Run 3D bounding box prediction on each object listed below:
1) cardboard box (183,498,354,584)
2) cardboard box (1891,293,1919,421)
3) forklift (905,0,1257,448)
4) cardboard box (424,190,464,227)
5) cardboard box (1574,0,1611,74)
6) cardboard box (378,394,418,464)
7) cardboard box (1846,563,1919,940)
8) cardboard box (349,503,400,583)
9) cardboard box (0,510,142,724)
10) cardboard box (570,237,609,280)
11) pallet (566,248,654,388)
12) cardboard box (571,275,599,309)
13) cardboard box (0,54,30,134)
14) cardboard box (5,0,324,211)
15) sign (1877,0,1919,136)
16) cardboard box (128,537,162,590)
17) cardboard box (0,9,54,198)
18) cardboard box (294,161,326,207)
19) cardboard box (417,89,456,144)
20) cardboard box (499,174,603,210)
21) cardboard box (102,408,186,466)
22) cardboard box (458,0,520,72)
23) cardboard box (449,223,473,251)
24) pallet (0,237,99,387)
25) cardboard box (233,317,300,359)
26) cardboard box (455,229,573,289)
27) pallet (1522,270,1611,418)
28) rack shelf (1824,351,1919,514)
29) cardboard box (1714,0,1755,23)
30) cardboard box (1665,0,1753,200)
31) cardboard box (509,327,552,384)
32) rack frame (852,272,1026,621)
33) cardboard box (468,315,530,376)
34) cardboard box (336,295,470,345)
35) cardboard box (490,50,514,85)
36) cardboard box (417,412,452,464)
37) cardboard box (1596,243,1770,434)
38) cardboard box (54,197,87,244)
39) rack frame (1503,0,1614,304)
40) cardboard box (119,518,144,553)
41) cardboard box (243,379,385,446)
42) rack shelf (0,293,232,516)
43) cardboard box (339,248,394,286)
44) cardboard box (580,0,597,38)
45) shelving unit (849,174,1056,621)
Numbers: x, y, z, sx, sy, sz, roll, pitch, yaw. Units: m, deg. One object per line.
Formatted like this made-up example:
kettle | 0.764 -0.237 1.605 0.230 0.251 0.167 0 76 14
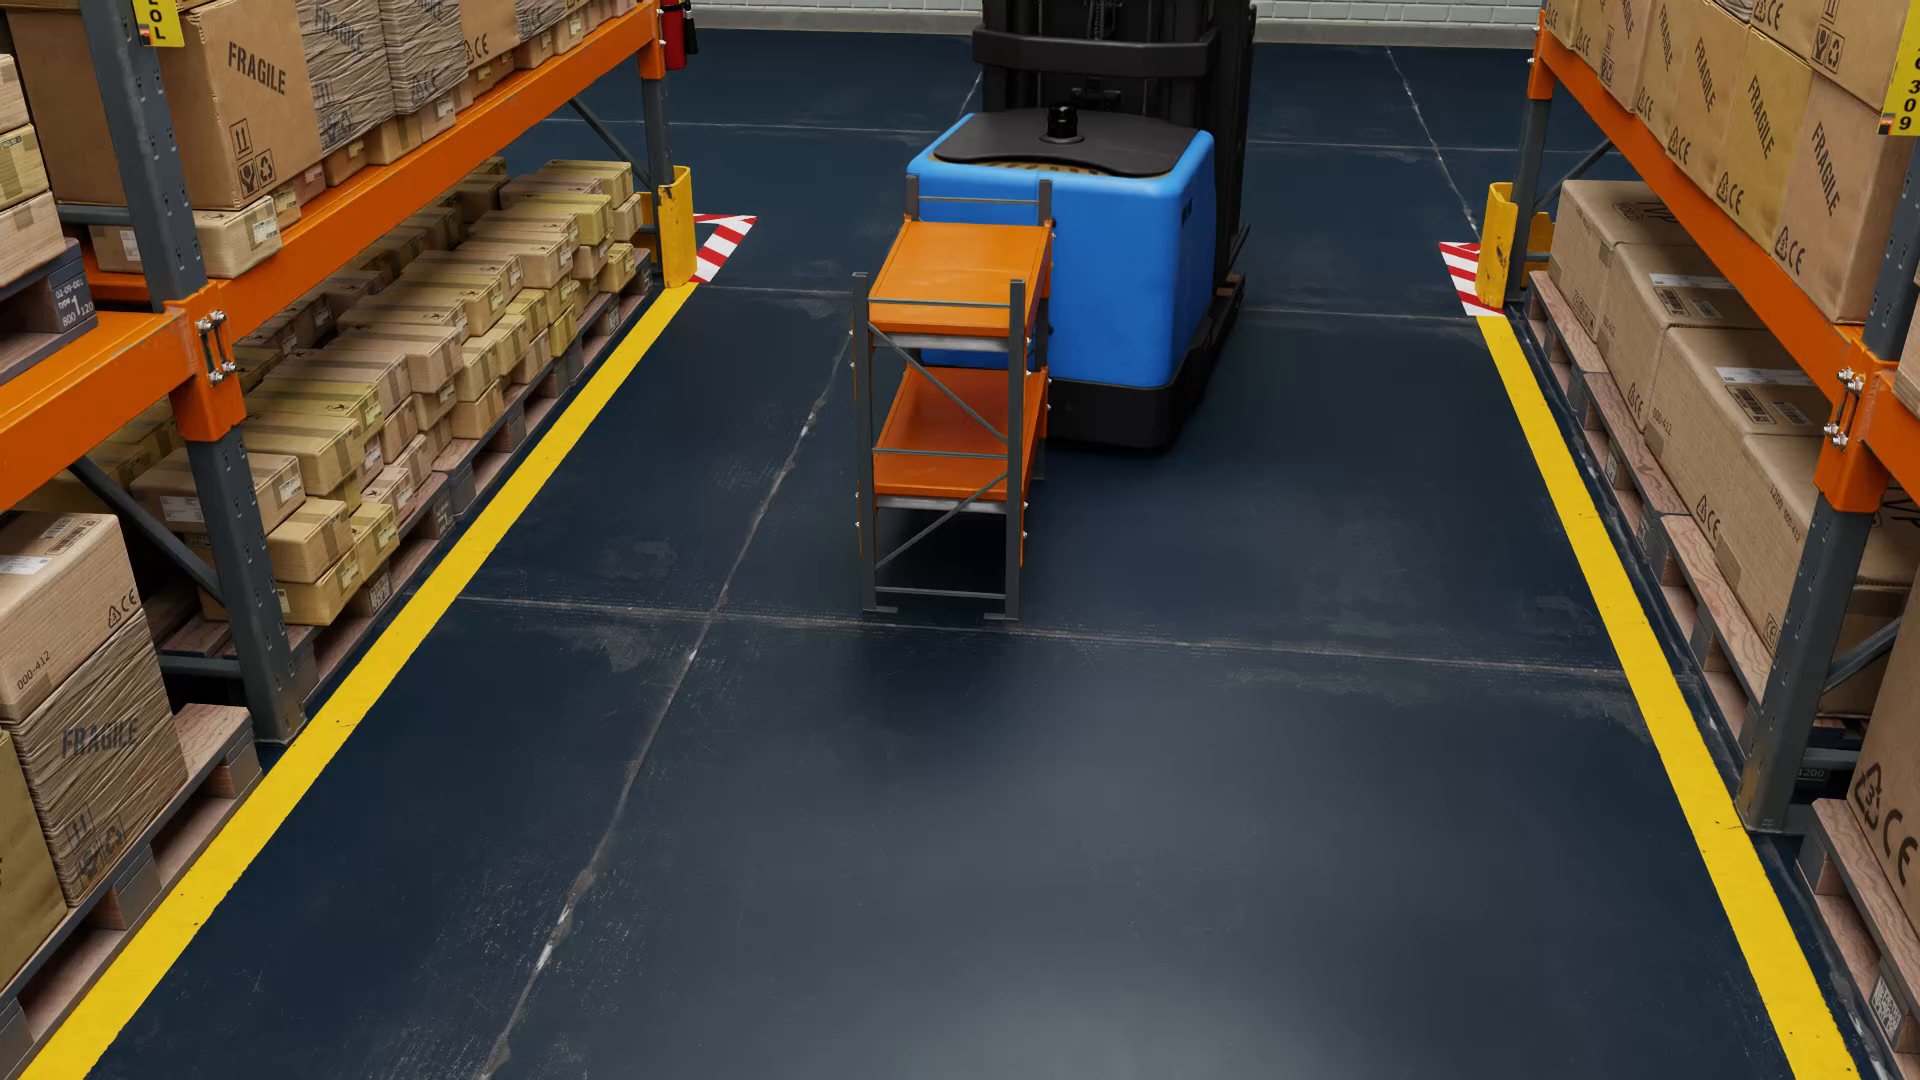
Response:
cardboard box | -2.013 -0.008 4.852 0.380 0.149 0.250 5 29 9
cardboard box | 2.234 -0.298 3.298 0.500 0.250 0.500 3 28 5
forklift | 0.700 -2.319 6.965 1.130 2.935 3.031 8 29 15
cardboard box | -2.359 -1.395 7.113 0.380 0.149 0.250 3 28 6
cardboard box | 2.662 -2.033 6.256 0.500 0.500 0.500 3 28 5
cardboard box | -2.041 -0.376 5.535 0.380 0.149 0.250 2 28 4
cardboard box | 2.553 0.492 3.472 0.875 0.875 0.875 4 29 8
cardboard box | -1.979 -0.003 5.156 0.380 0.149 0.250 4 29 8
cardboard box | -2.216 0.155 3.701 0.500 0.250 0.500 3 28 5
cardboard box | -1.728 -1.229 7.119 0.380 0.149 0.250 2 28 4
pallet | -2.029 -1.035 7.448 1.003 0.211 1.213 3 28 6
cardboard box | -1.791 -1.102 7.196 0.380 0.149 0.250 3 28 6
cardboard box | -2.231 -0.931 3.511 0.380 0.149 0.250 5 29 9
cardboard box | -2.064 -1.189 4.375 0.500 0.500 0.500 3 28 5
sign | 1.999 -1.003 3.453 0.100 0.325 0.005 3 28 6
cardboard box | -2.665 0.070 5.020 0.380 0.149 0.250 4 29 7
cardboard box | -2.596 -1.214 4.423 0.500 0.500 0.500 3 28 6
cardboard box | -2.077 -1.054 4.808 0.380 0.149 0.250 2 28 4
cardboard box | -1.903 -1.422 5.491 0.380 0.149 0.250 5 29 8
cardboard box | -1.786 -1.491 7.291 0.380 0.149 0.250 4 29 7
cardboard box | -2.598 -0.292 5.066 0.380 0.149 0.250 4 29 7
cardboard box | -1.877 -1.911 5.716 0.500 0.500 0.500 5 29 9
cardboard box | -2.236 -1.261 7.178 0.380 0.149 0.250 4 29 7
pallet | -2.613 -0.360 3.457 1.003 0.211 1.213 3 28 6
cardboard box | -2.524 -0.660 5.749 0.380 0.149 0.250 2 28 4
cardboard box | -1.764 -1.114 6.591 0.380 0.149 0.250 4 29 8
pallet | 3.020 -0.830 7.067 1.003 0.211 1.213 3 28 6
rack shelf | 2.305 0.703 2.041 1.077 0.370 4.000 3 28 6
cardboard box | 2.457 -1.756 4.688 0.500 0.500 0.500 4 29 7
cardboard box | 2.458 -1.313 4.918 0.500 0.500 0.500 3 28 5
cardboard box | -1.831 -0.734 6.512 0.380 0.149 0.250 4 29 7
rack frame | -0.061 -0.259 5.045 0.500 1.125 0.032 3 28 6
cardboard box | -1.835 -0.734 6.199 0.380 0.149 0.250 4 29 7
cardboard box | -1.980 -0.758 5.929 0.380 0.149 0.250 2 28 4
cardboard box | -1.890 -1.797 6.187 0.380 0.149 0.250 2 28 4
cardboard box | -2.020 -0.374 5.845 0.380 0.149 0.250 2 28 4
cardboard box | 2.955 -0.747 6.233 0.875 0.438 0.875 4 29 8
cardboard box | -2.573 -0.833 4.398 0.380 0.149 0.250 3 28 6
rack frame | 3.040 -2.438 7.113 1.000 3.000 0.127 3 28 6
cardboard box | -2.652 -0.023 4.879 0.380 0.149 0.250 4 29 7
cardboard box | -2.053 -0.385 5.238 0.380 0.149 0.250 3 28 5
rack shelf | -2.620 0.463 2.487 1.077 0.370 4.000 3 28 6
cardboard box | -2.428 -1.022 6.421 0.380 0.149 0.250 4 29 7
cardboard box | -1.728 -2.164 6.869 0.380 0.149 0.250 3 28 6
shelving unit | 0.001 -0.498 5.489 0.538 1.125 1.048 3 28 6
